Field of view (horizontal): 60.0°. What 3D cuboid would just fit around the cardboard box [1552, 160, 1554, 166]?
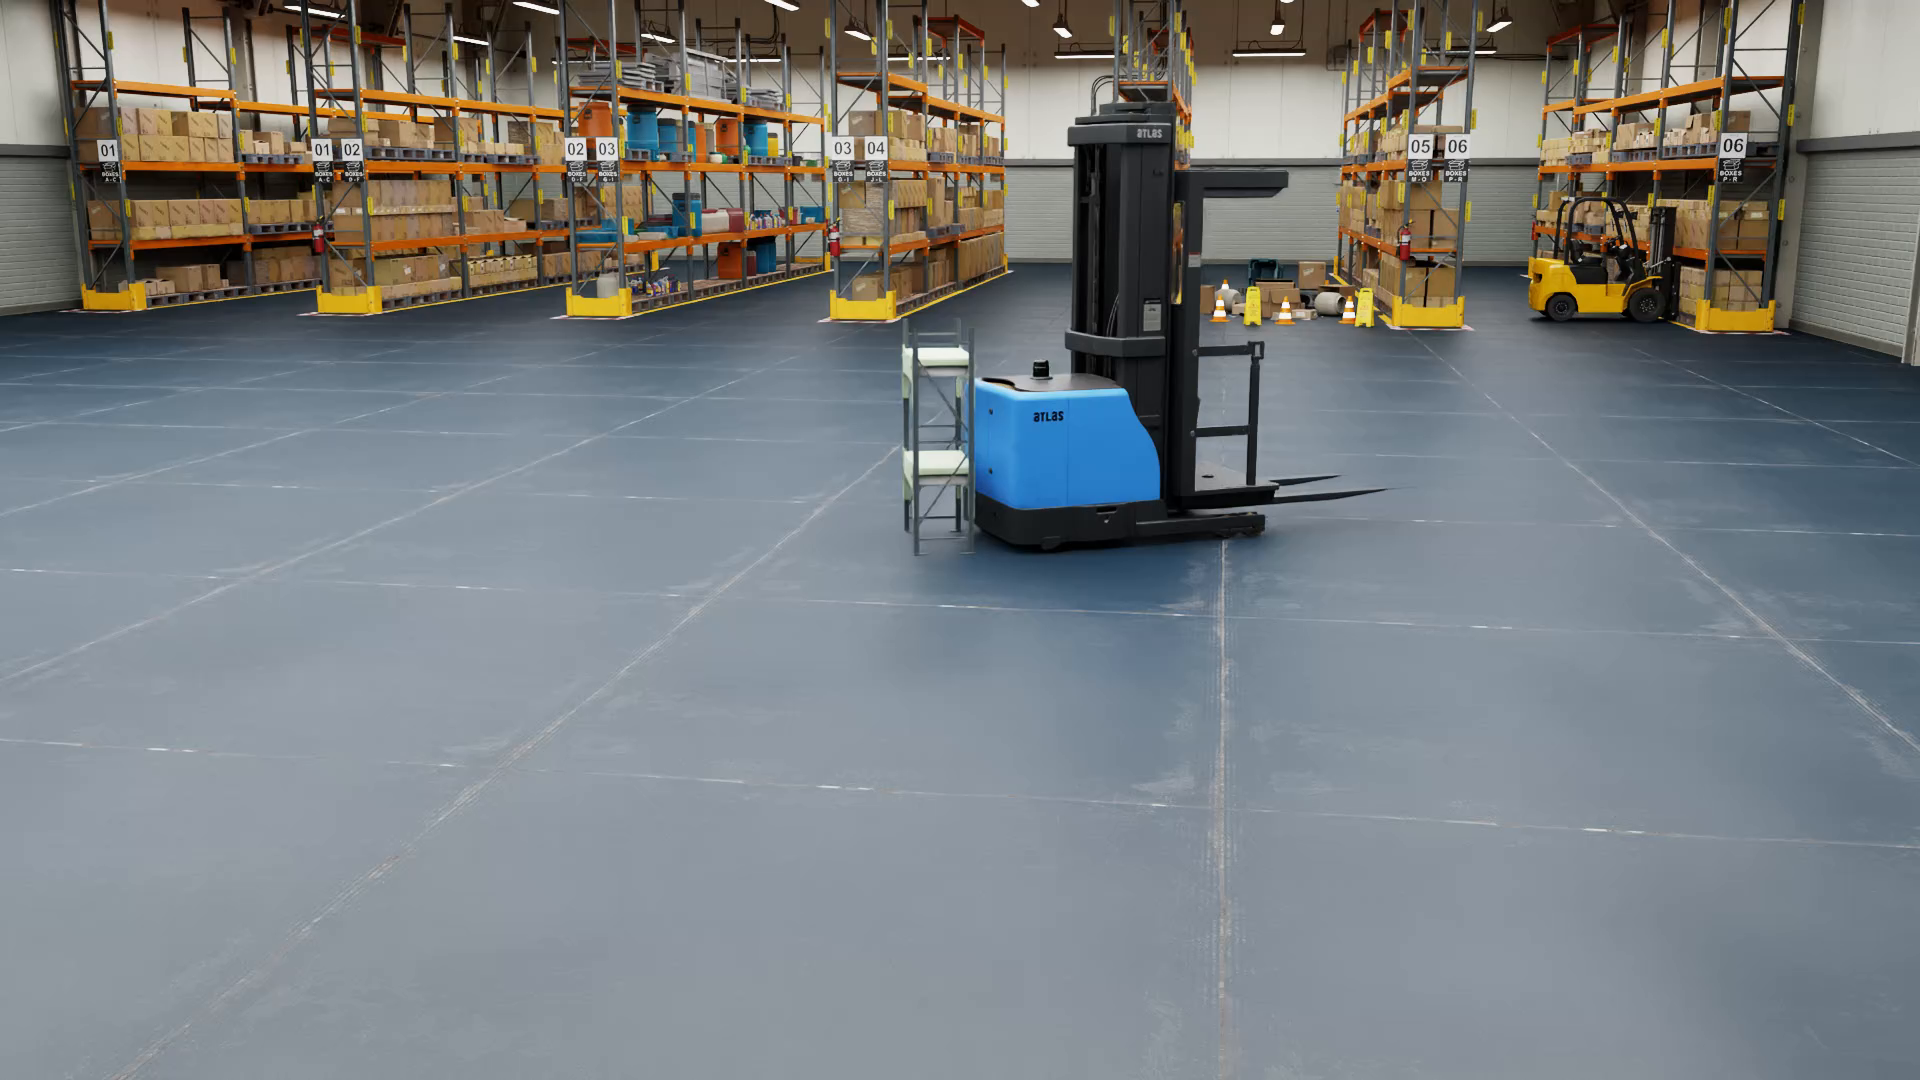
[{"bbox_3d":[14.784,-9.283,40.923,0.380,0.149,0.250,2,12,9],"label":"cardboard box"}]

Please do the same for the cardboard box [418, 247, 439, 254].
[{"bbox_3d":[-14.385,-7.580,44.481,0.700,0.500,0.500,2,12,9],"label":"cardboard box"}]

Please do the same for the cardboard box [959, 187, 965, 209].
[{"bbox_3d":[-0.302,-7.956,38.673,0.797,0.503,0.637,2,12,10],"label":"cardboard box"}]

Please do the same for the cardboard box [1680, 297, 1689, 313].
[{"bbox_3d":[12.780,-4.056,28.722,0.500,0.250,0.500,2,12,9],"label":"cardboard box"}]

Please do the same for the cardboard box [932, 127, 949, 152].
[{"bbox_3d":[-0.519,-8.572,35.606,0.500,0.500,0.500,2,12,10],"label":"cardboard box"}]

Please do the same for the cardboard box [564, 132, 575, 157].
[{"bbox_3d":[-9.937,-9.811,41.308,0.600,0.600,0.600,2,12,8],"label":"cardboard box"}]

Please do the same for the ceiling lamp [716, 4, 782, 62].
[{"bbox_3d":[-6.207,-15.380,47.643,2.000,3.185,0.800,2,12,9],"label":"ceiling lamp"}]

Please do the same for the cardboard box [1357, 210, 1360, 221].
[{"bbox_3d":[9.216,-7.303,37.429,0.500,0.250,0.500,2,12,7],"label":"cardboard box"}]

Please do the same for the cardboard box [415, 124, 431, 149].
[{"bbox_3d":[-11.274,-8.311,34.254,0.500,0.500,0.500,3,13,13],"label":"cardboard box"}]

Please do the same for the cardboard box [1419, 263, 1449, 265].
[{"bbox_3d":[8.590,-4.748,30.155,0.500,0.500,0.500,2,12,10],"label":"cardboard box"}]

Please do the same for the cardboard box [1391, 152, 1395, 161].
[{"bbox_3d":[8.068,-6.997,30.317,0.380,0.149,0.250,2,12,8],"label":"cardboard box"}]

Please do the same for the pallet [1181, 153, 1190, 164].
[{"bbox_3d":[4.306,-8.186,35.687,1.213,0.211,1.003,2,12,11],"label":"pallet"}]

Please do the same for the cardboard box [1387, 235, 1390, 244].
[{"bbox_3d":[8.072,-5.532,30.639,0.380,0.149,0.250,2,12,9],"label":"cardboard box"}]

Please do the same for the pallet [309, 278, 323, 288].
[{"bbox_3d":[-15.338,-6.085,39.230,1.003,0.211,1.213,2,12,9],"label":"pallet"}]

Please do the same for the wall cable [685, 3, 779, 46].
[{"bbox_3d":[-7.032,-16.361,50.640,3.097,2.526,0.112,2,12,9],"label":"wall cable"}]

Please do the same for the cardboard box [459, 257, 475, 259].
[{"bbox_3d":[-10.924,-6.165,37.177,0.500,0.311,0.500,2,12,8],"label":"cardboard box"}]

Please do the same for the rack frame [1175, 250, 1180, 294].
[{"bbox_3d":[4.352,-6.948,36.613,1.000,3.000,0.127,2,12,9],"label":"rack frame"}]

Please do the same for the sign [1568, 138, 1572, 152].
[{"bbox_3d":[14.242,-9.216,38.792,0.100,0.325,0.005,2,12,9],"label":"sign"}]

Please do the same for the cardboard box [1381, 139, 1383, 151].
[{"bbox_3d":[9.052,-8.007,34.162,0.797,0.503,0.637,2,12,9],"label":"cardboard box"}]

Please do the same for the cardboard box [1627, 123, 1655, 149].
[{"bbox_3d":[13.655,-8.063,33.197,0.500,0.500,0.500,2,12,10],"label":"cardboard box"}]

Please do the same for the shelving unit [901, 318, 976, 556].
[{"bbox_3d":[-0.151,-0.713,11.240,0.431,1.500,0.755,-1,12,-7],"label":"shelving unit"}]

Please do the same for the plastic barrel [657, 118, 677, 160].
[{"bbox_3d":[-6.179,-8.282,34.493,0.600,0.901,0.708,2,12,9],"label":"plastic barrel"}]

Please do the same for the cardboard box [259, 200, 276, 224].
[{"bbox_3d":[-15.627,-7.263,36.795,0.700,0.500,0.500,3,13,14],"label":"cardboard box"}]

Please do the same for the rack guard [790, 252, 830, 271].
[{"bbox_3d":[-4.206,-7.739,46.217,1.175,0.500,0.348,2,12,9],"label":"rack guard"}]

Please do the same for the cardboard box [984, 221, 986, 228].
[{"bbox_3d":[0.456,-7.890,41.583,0.380,0.149,0.250,2,12,9],"label":"cardboard box"}]

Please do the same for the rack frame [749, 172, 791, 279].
[{"bbox_3d":[-4.812,-8.123,42.065,1.000,3.000,0.127,2,12,9],"label":"rack frame"}]

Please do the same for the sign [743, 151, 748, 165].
[{"bbox_3d":[-4.883,-8.689,37.820,0.100,0.325,0.005,2,12,9],"label":"sign"}]

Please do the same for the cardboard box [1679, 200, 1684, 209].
[{"bbox_3d":[13.087,-6.000,29.731,0.380,0.149,0.250,2,12,8],"label":"cardboard box"}]

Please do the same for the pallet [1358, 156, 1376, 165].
[{"bbox_3d":[9.474,-8.551,37.381,1.003,0.211,1.213,2,12,11],"label":"pallet"}]

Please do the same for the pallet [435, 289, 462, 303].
[{"bbox_3d":[-11.100,-5.092,34.618,1.003,0.211,1.213,2,12,9],"label":"pallet"}]

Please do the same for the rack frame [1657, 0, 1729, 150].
[{"bbox_3d":[13.549,-8.749,30.728,1.000,3.000,0.127,2,12,9],"label":"rack frame"}]

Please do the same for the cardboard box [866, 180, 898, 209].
[{"bbox_3d":[-1.410,-6.253,30.072,0.500,0.500,0.500,2,12,9],"label":"cardboard box"}]

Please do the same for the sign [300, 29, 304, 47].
[{"bbox_3d":[-12.086,-9.235,30.579,0.100,0.325,0.005,2,12,9],"label":"sign"}]

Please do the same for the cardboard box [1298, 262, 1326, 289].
[{"bbox_3d":[6.880,-5.176,32.525,0.500,0.500,0.500,2,12,9],"label":"cardboard box"}]

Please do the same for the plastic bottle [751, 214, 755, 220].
[{"bbox_3d":[-4.971,-7.644,39.962,0.144,0.351,0.185,2,12,9],"label":"plastic bottle"}]

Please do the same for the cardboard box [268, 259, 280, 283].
[{"bbox_3d":[-15.705,-6.035,37.264,0.700,0.500,0.500,2,12,8],"label":"cardboard box"}]

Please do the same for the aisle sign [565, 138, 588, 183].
[{"bbox_3d":[-6.962,-6.890,30.175,0.394,0.787,0.004,2,12,9],"label":"aisle sign"}]

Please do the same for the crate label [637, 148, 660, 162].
[{"bbox_3d":[-6.043,-7.398,31.932,0.502,0.251,0.408,2,12,9],"label":"crate label"}]

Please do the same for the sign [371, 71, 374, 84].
[{"bbox_3d":[-15.146,-11.934,42.915,0.100,0.325,0.005,2,12,9],"label":"sign"}]

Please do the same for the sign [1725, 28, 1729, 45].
[{"bbox_3d":[14.093,-9.260,30.506,0.100,0.325,0.005,2,12,9],"label":"sign"}]

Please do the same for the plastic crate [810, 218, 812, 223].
[{"bbox_3d":[-4.202,-8.621,44.858,0.396,0.136,0.243,2,12,9],"label":"plastic crate"}]

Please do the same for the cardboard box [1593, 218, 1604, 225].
[{"bbox_3d":[13.886,-6.880,35.899,0.380,0.149,0.250,2,12,10],"label":"cardboard box"}]

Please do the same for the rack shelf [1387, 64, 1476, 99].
[{"bbox_3d":[8.336,-8.139,29.615,1.077,0.370,4.000,2,12,9],"label":"rack shelf"}]

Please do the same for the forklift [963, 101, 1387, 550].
[{"bbox_3d":[1.595,-1.539,11.679,3.031,2.935,1.130,-5,13,-21],"label":"forklift"}]

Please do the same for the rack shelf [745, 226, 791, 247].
[{"bbox_3d":[-5.120,-7.355,40.209,1.077,0.370,4.000,2,12,9],"label":"rack shelf"}]

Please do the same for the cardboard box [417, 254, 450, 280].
[{"bbox_3d":[-10.880,-5.639,34.290,0.500,0.500,0.500,2,12,9],"label":"cardboard box"}]

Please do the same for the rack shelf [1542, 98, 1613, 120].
[{"bbox_3d":[15.087,-10.477,40.464,1.077,0.370,4.000,2,12,9],"label":"rack shelf"}]

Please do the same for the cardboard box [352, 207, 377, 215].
[{"bbox_3d":[-11.278,-6.227,31.490,0.380,0.149,0.250,2,12,8],"label":"cardboard box"}]

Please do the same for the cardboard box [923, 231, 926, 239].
[{"bbox_3d":[-0.891,-6.120,33.368,0.380,0.149,0.250,2,12,9],"label":"cardboard box"}]
